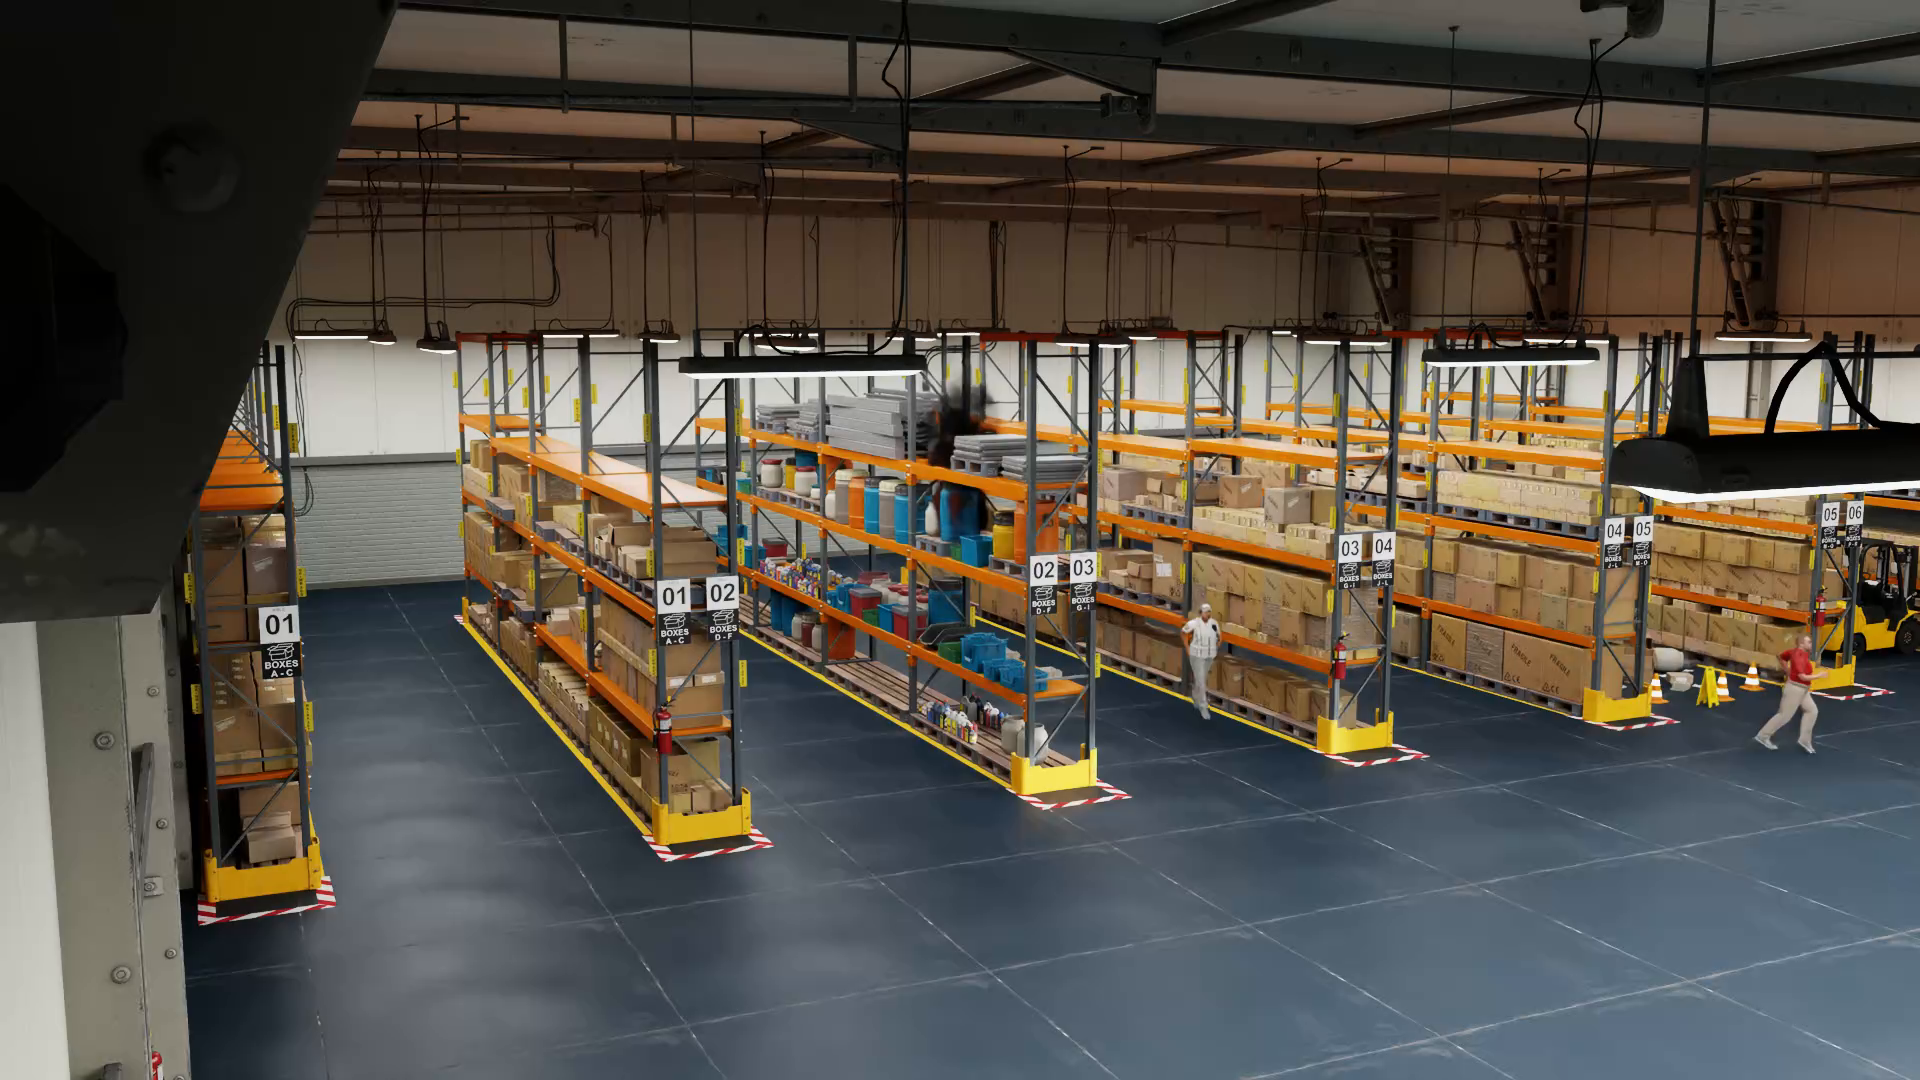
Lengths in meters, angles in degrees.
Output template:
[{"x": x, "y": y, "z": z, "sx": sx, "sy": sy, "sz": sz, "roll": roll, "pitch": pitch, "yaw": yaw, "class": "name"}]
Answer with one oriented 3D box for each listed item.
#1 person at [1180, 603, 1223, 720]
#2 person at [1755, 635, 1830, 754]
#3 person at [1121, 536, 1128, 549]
[{"x": 3.711, "y": 1.810, "z": 25.366, "sx": 0.581, "sy": 1.724, "sz": 0.748, "roll": -3, "pitch": 8, "yaw": -22, "class": "person"}, {"x": 12.098, "y": 2.243, "z": 24.157, "sx": 0.924, "sy": 1.788, "sz": 0.672, "roll": 4, "pitch": 9, "yaw": 26, "class": "person"}, {"x": 4.102, "y": -0.186, "z": 42.032, "sx": 0.789, "sy": 1.670, "sz": 0.673, "roll": -3, "pitch": 8, "yaw": -19, "class": "person"}]
